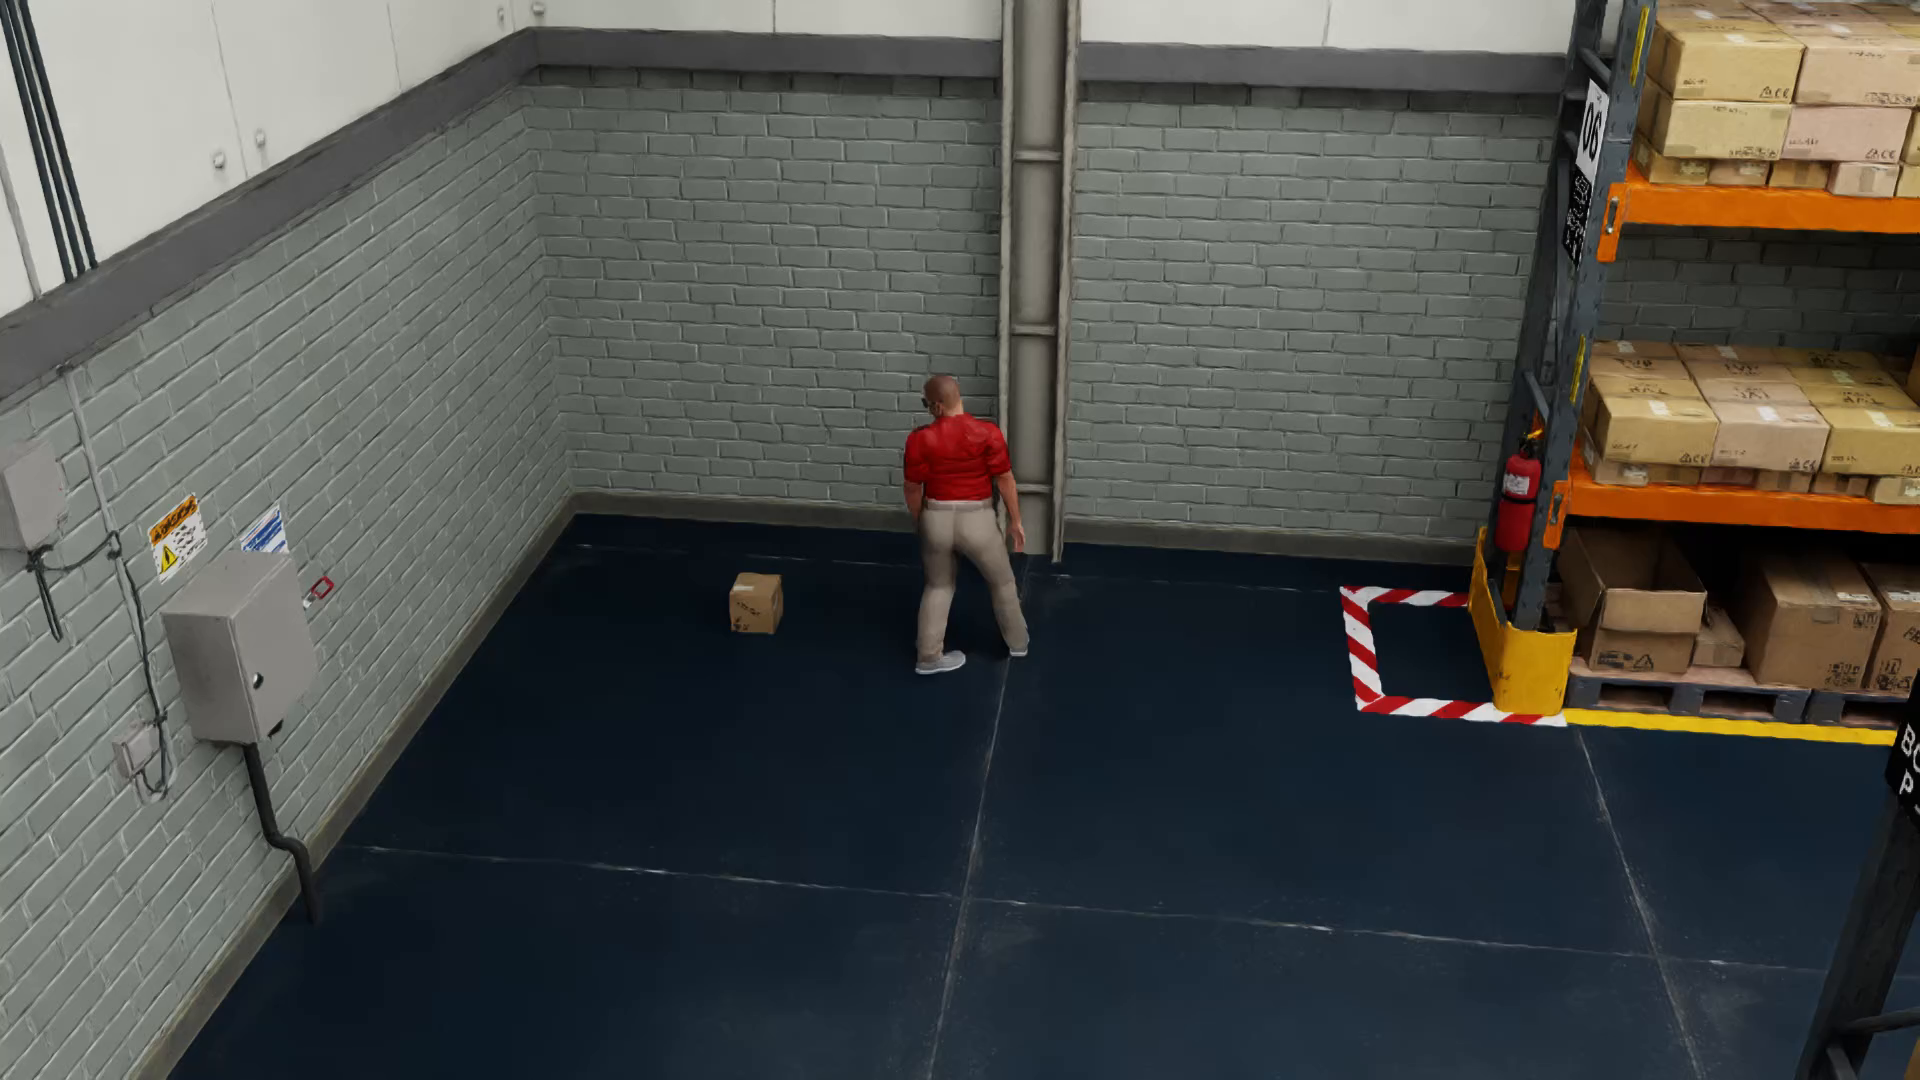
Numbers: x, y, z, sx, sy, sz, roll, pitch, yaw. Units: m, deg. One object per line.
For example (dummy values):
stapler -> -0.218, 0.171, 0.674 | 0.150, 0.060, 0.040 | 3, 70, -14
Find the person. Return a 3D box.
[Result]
person -> 0.048, -0.102, 8.875 | 0.661, 1.716, 0.555 | 3, 28, 6
